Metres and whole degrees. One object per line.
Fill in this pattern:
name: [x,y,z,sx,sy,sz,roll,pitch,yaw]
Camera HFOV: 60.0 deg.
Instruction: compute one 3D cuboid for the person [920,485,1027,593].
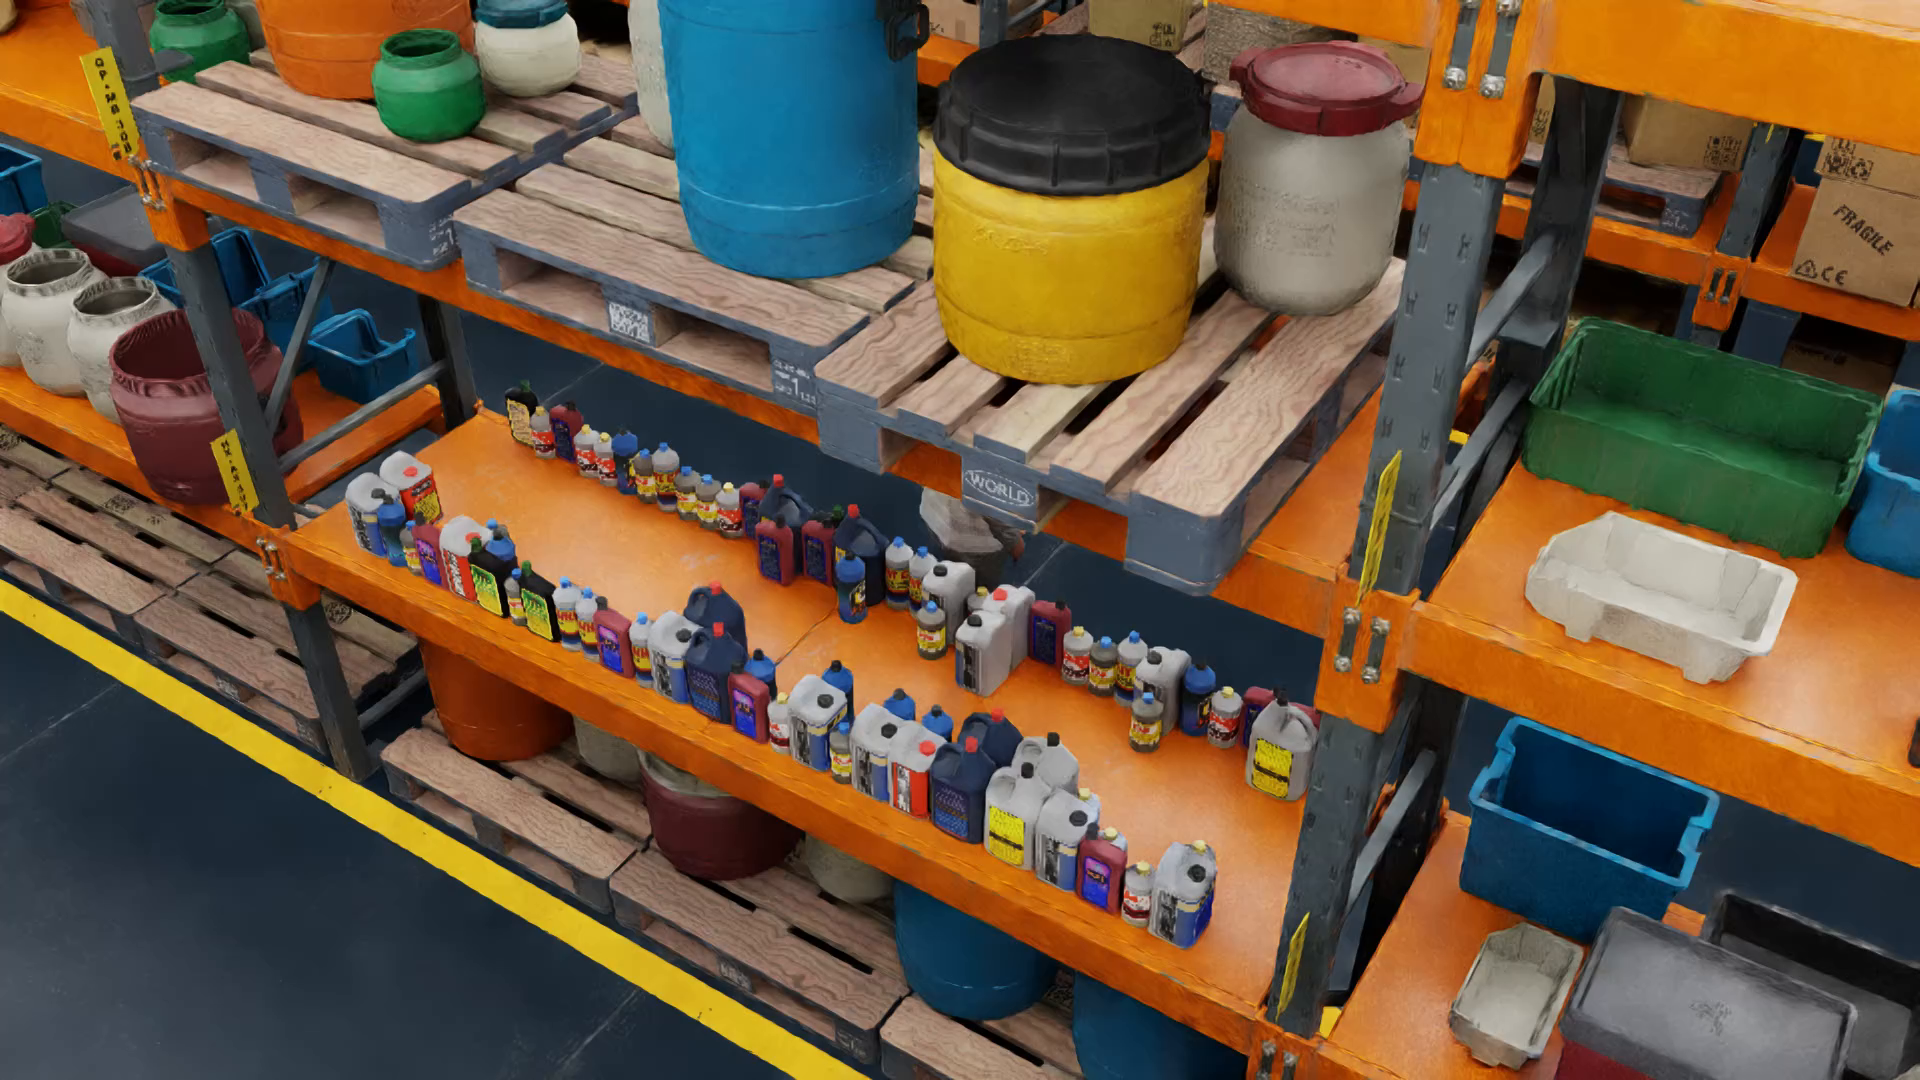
person: [0.020,-0.073,6.754,0.429,1.767,0.631,-18,42,-21]
